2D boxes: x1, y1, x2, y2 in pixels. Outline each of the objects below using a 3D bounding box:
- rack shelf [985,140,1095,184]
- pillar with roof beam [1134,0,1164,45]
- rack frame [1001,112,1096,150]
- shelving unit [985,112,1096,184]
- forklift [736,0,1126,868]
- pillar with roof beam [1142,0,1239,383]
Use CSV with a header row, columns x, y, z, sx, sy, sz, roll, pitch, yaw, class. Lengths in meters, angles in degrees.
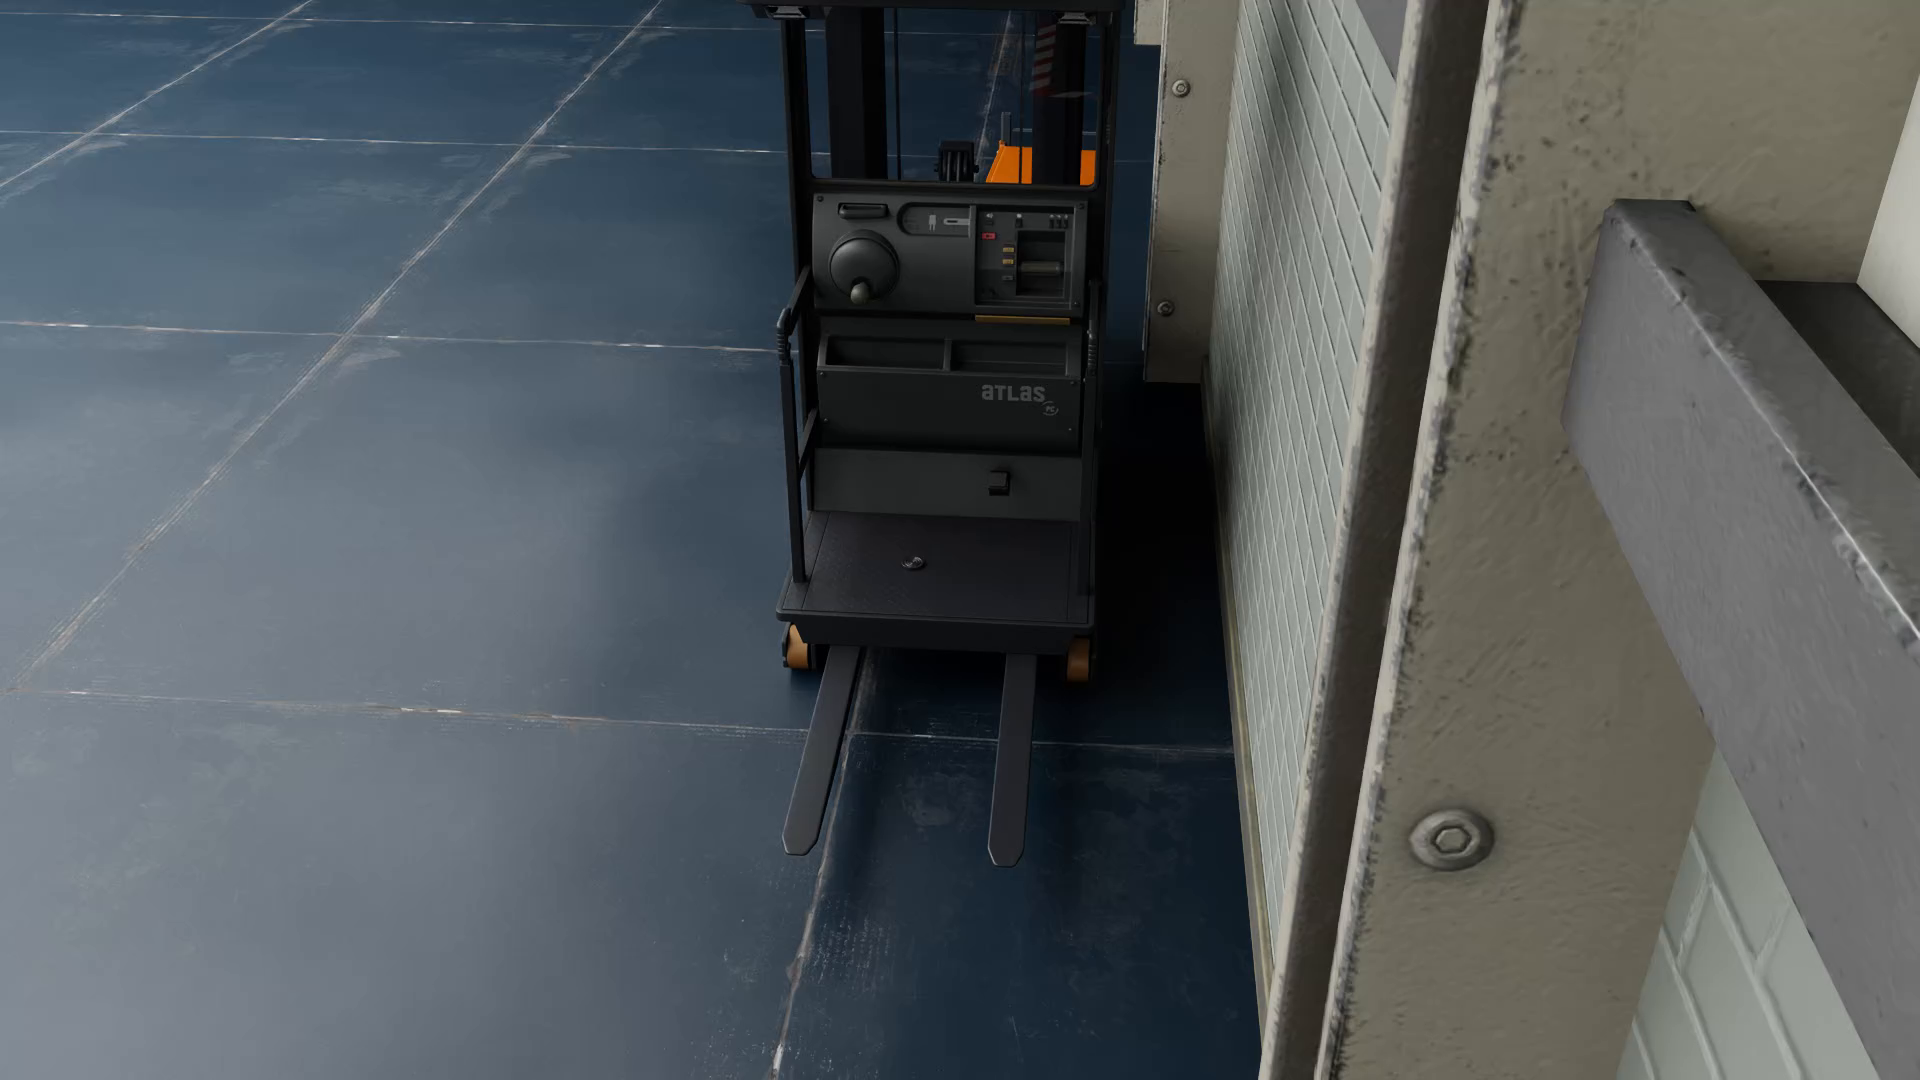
x,y,z,sx,sy,sz,roll,pitch,yaw,class
0.366,-1.517,7.581,0.538,0.278,1.000,5,32,8,rack shelf
-2.751,-8.012,11.174,9.100,9.000,0.400,2,32,4,pillar with roof beam
0.447,-1.531,8.162,0.500,1.125,0.032,5,32,8,rack frame
0.366,-1.268,7.735,0.538,1.125,1.048,5,32,8,shelving unit
-0.051,-0.922,5.453,1.130,2.935,3.031,2,32,4,forklift
-3.240,-4.875,6.083,9.100,9.000,0.400,2,32,4,pillar with roof beam
